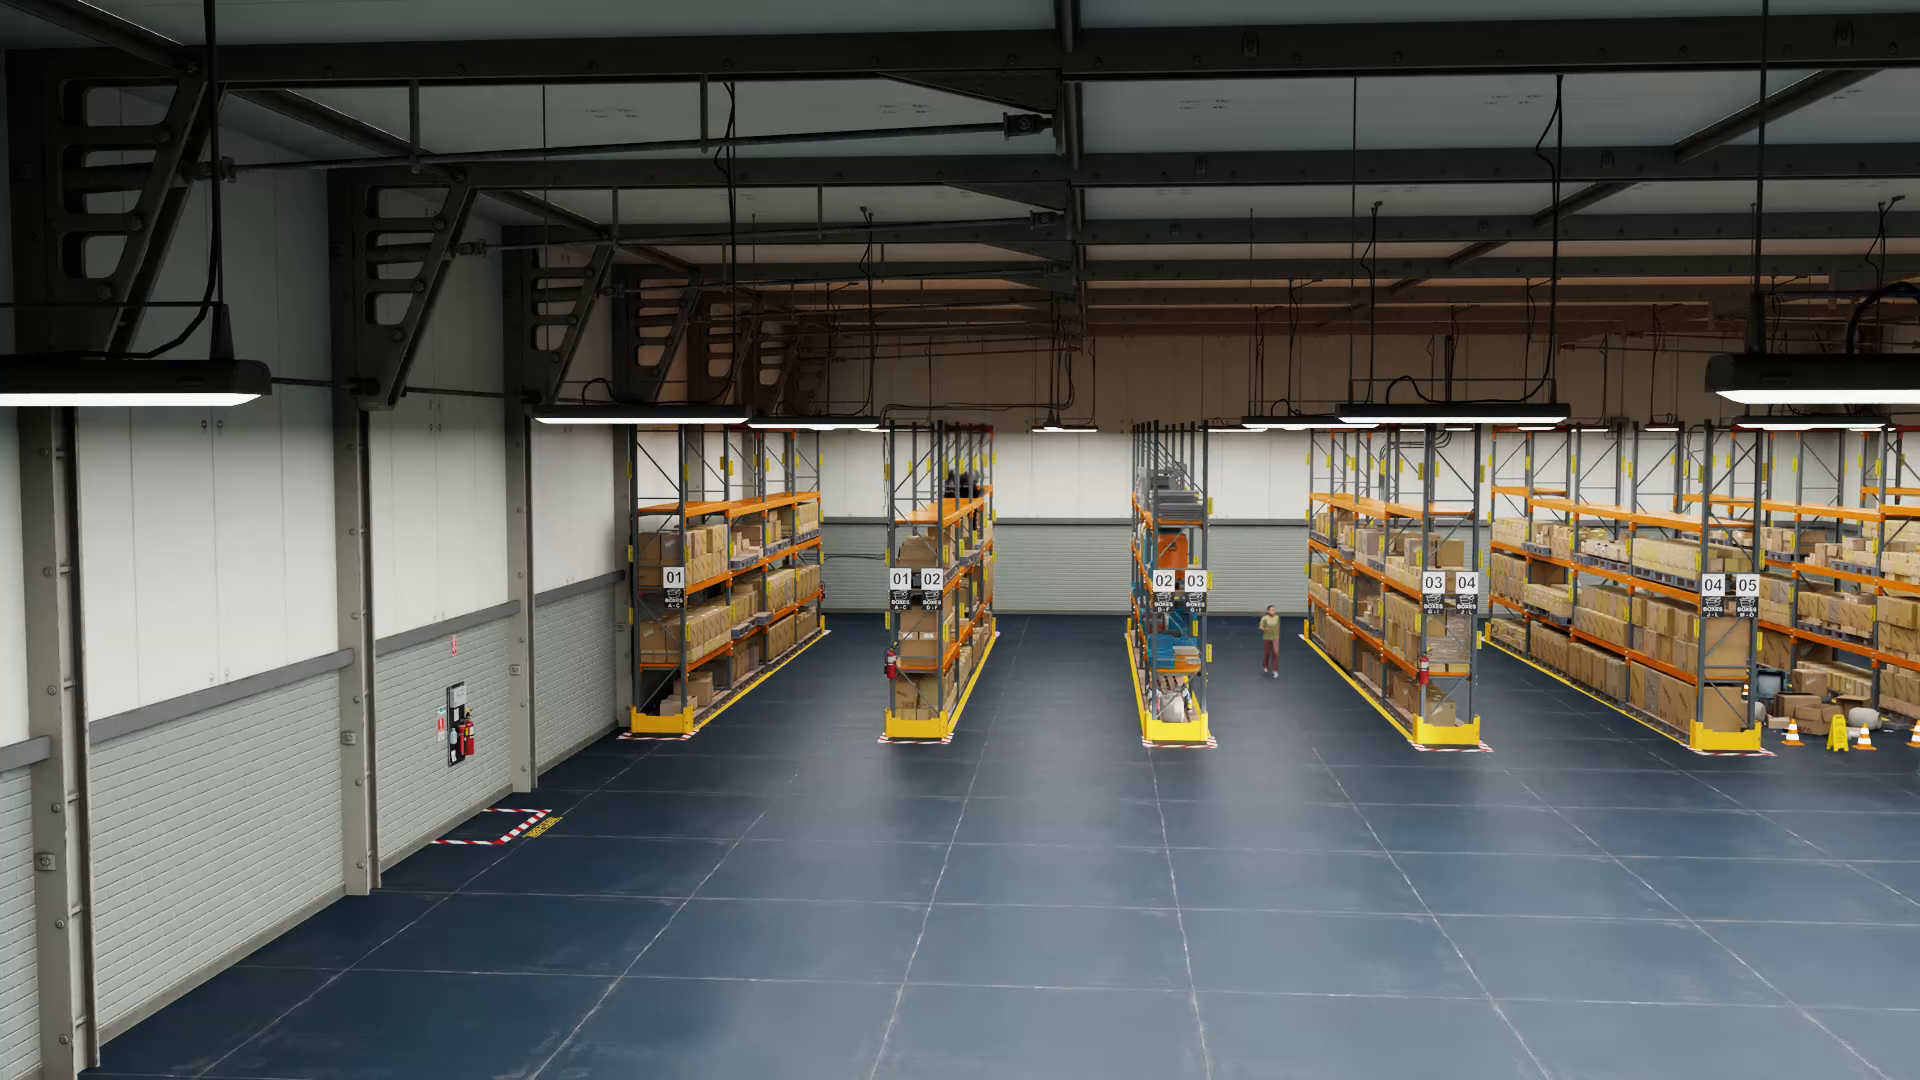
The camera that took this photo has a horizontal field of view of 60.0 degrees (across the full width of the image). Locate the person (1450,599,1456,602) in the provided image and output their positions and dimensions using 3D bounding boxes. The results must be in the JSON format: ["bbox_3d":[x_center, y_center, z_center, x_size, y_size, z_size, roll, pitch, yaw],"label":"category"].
[{"bbox_3d":[13.321,2.052,45.292,0.644,1.606,0.563,1,4,15],"label":"person"}]

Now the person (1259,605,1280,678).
[{"bbox_3d":[7.358,2.379,39.531,0.515,1.696,0.887,0,4,1],"label":"person"}]

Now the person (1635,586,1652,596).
[{"bbox_3d":[19.201,1.846,47.153,0.735,1.835,0.654,0,4,1],"label":"person"}]
